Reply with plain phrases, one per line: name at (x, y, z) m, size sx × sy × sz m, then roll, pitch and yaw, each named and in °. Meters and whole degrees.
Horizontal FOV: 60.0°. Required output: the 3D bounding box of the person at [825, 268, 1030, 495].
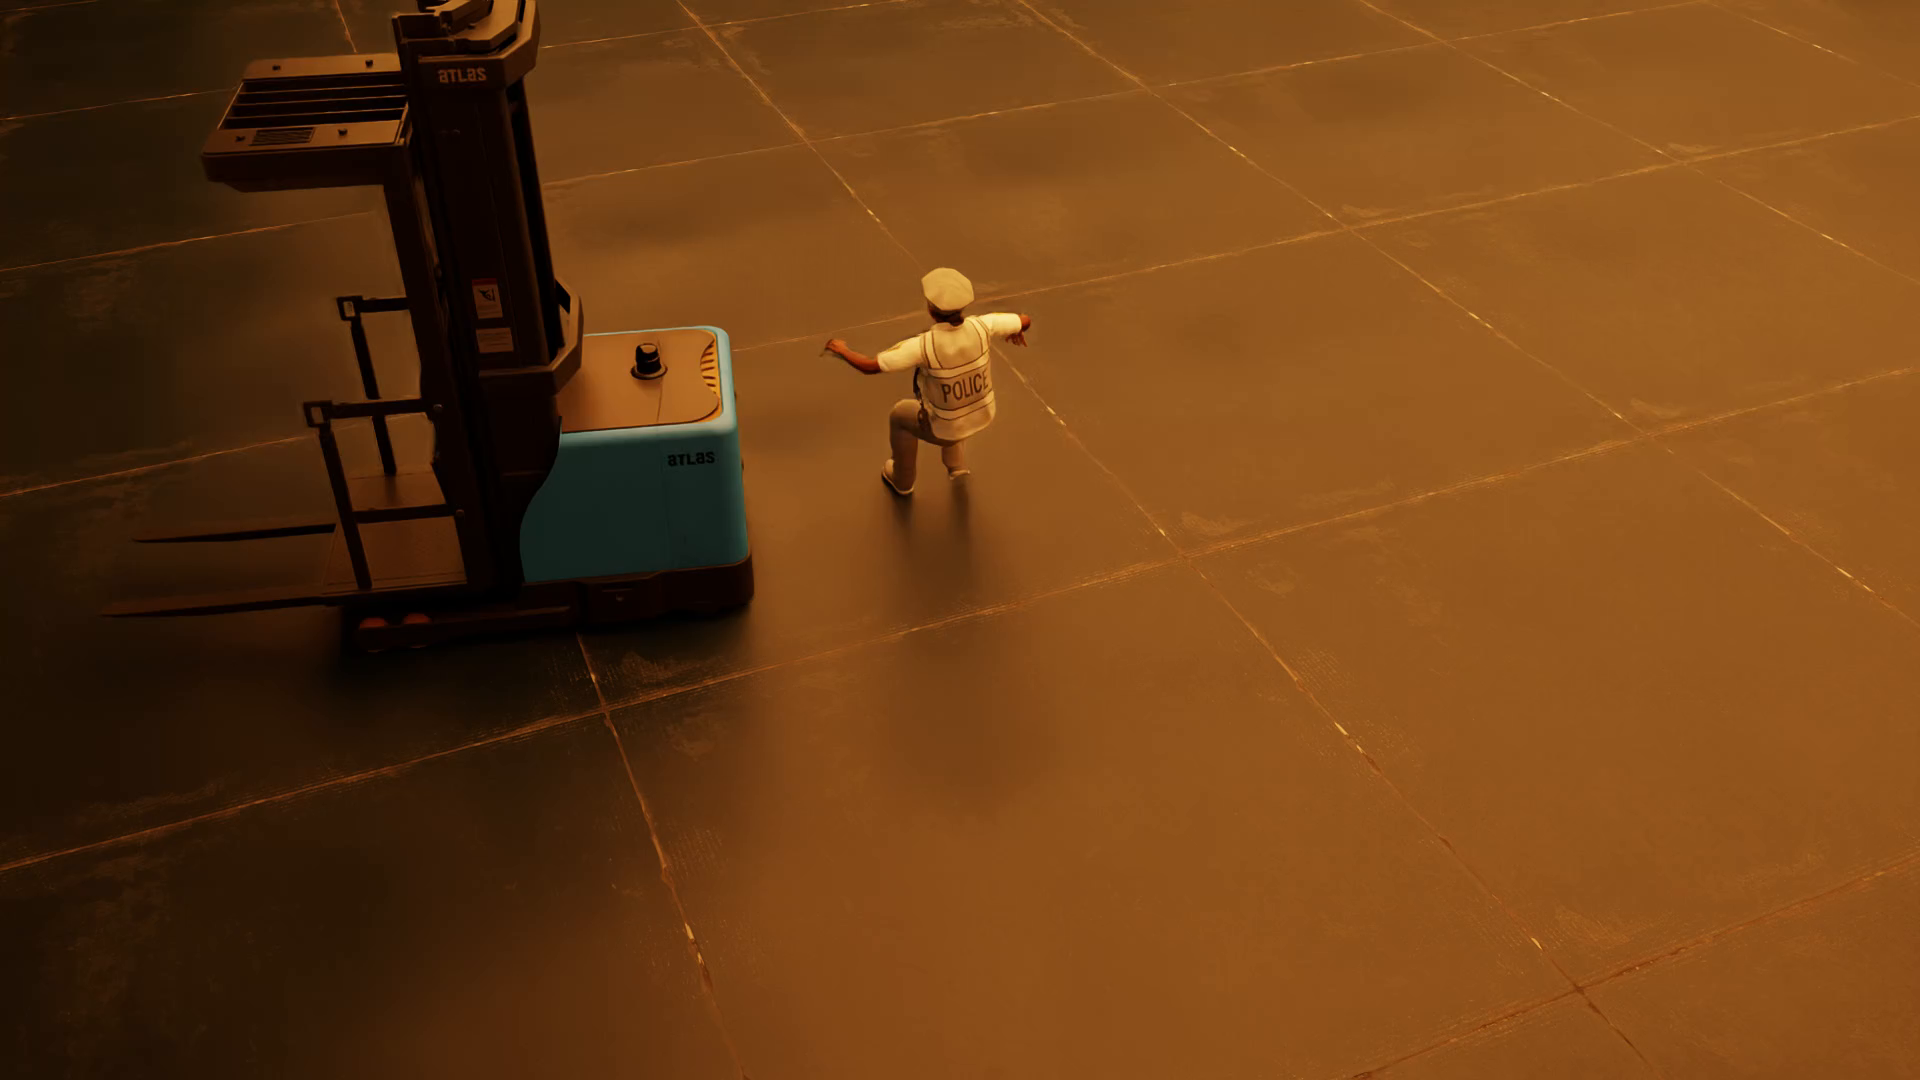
person at (-0.125, -0.810, 8.497) m, size 0.987 × 1.458 × 0.826 m, roll -22°, pitch 41°, yaw -28°

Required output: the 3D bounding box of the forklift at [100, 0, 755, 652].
forklift at (-2.569, -0.992, 7.493) m, size 3.031 × 2.935 × 1.130 m, roll -5°, pitch 36°, yaw -7°
